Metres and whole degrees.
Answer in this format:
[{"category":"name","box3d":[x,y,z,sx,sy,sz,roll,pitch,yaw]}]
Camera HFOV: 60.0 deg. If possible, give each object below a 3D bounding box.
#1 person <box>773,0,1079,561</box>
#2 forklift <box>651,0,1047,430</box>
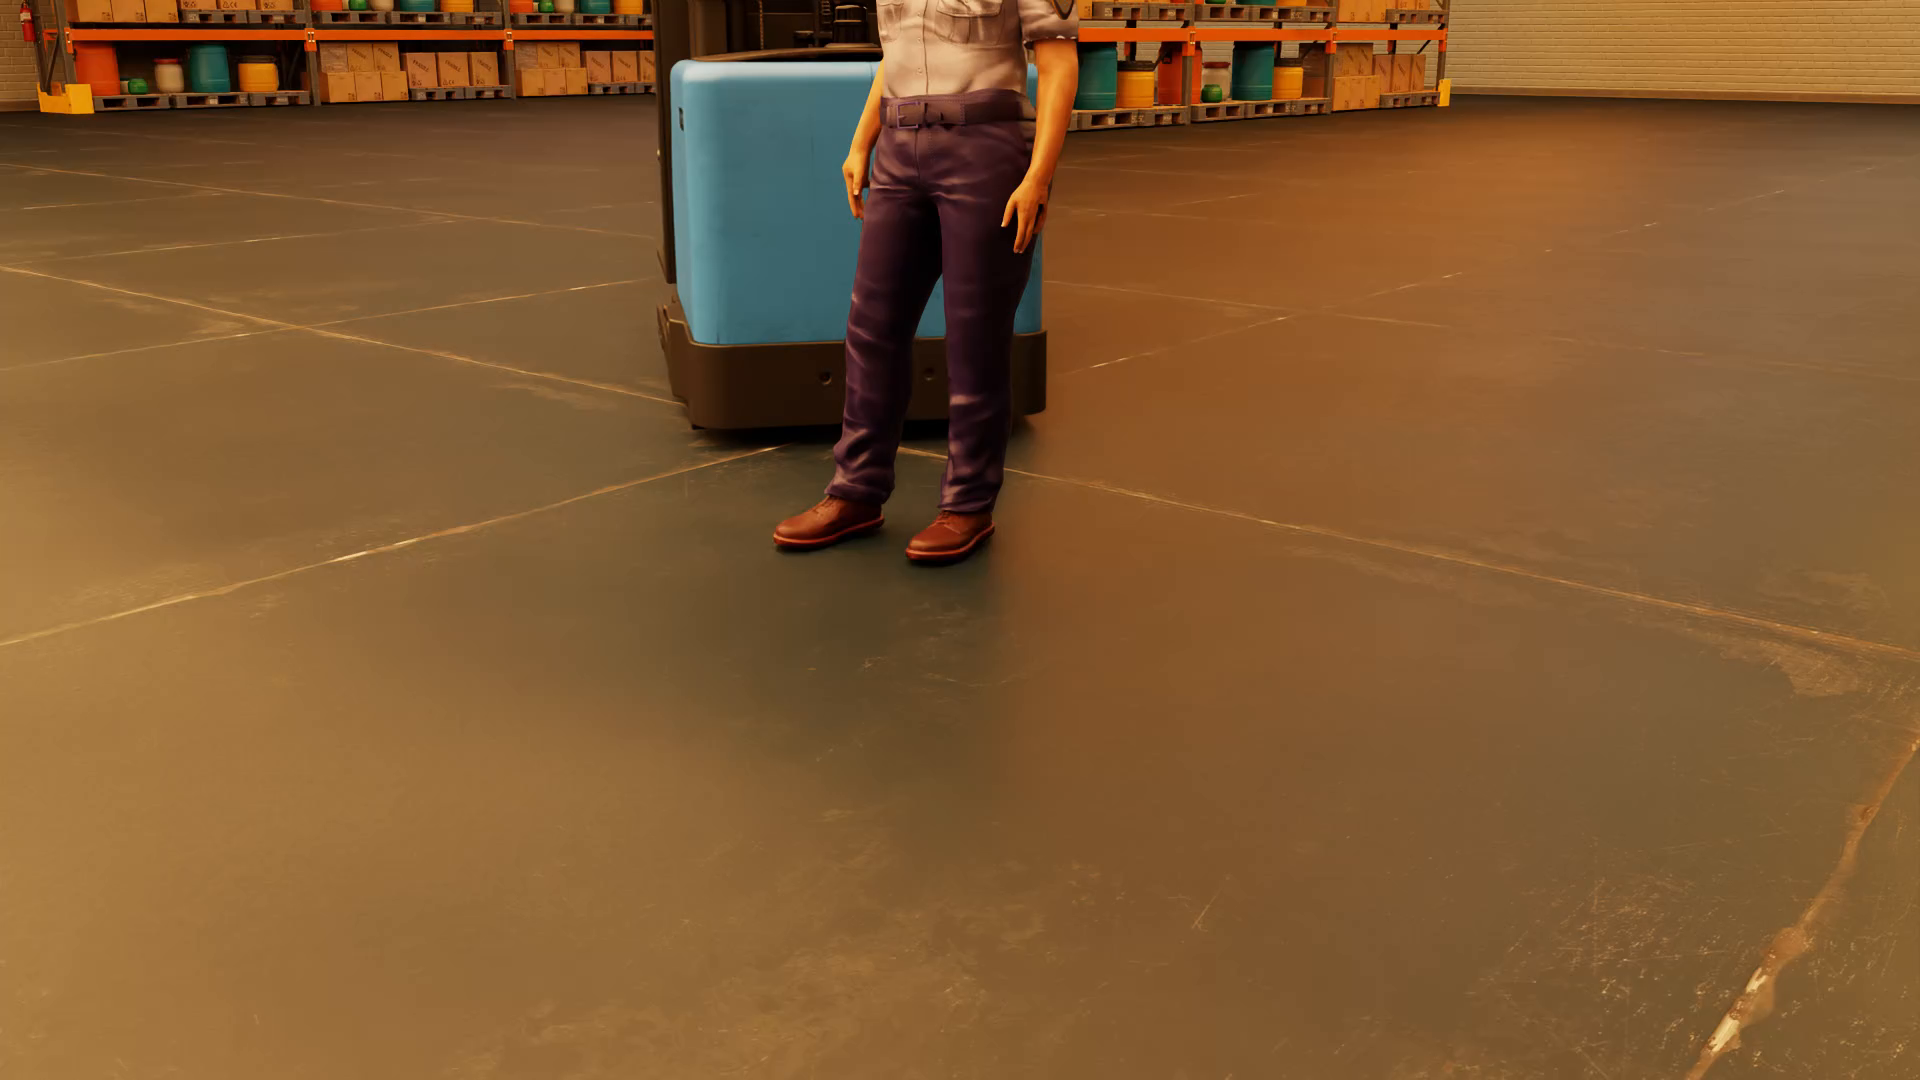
[{"category":"person","box3d":[-0.075,-0.780,3.648,0.598,1.651,0.502,13,21,37]},{"category":"forklift","box3d":[-0.552,-2.104,5.826,1.130,2.935,3.031,-4,17,-12]}]
